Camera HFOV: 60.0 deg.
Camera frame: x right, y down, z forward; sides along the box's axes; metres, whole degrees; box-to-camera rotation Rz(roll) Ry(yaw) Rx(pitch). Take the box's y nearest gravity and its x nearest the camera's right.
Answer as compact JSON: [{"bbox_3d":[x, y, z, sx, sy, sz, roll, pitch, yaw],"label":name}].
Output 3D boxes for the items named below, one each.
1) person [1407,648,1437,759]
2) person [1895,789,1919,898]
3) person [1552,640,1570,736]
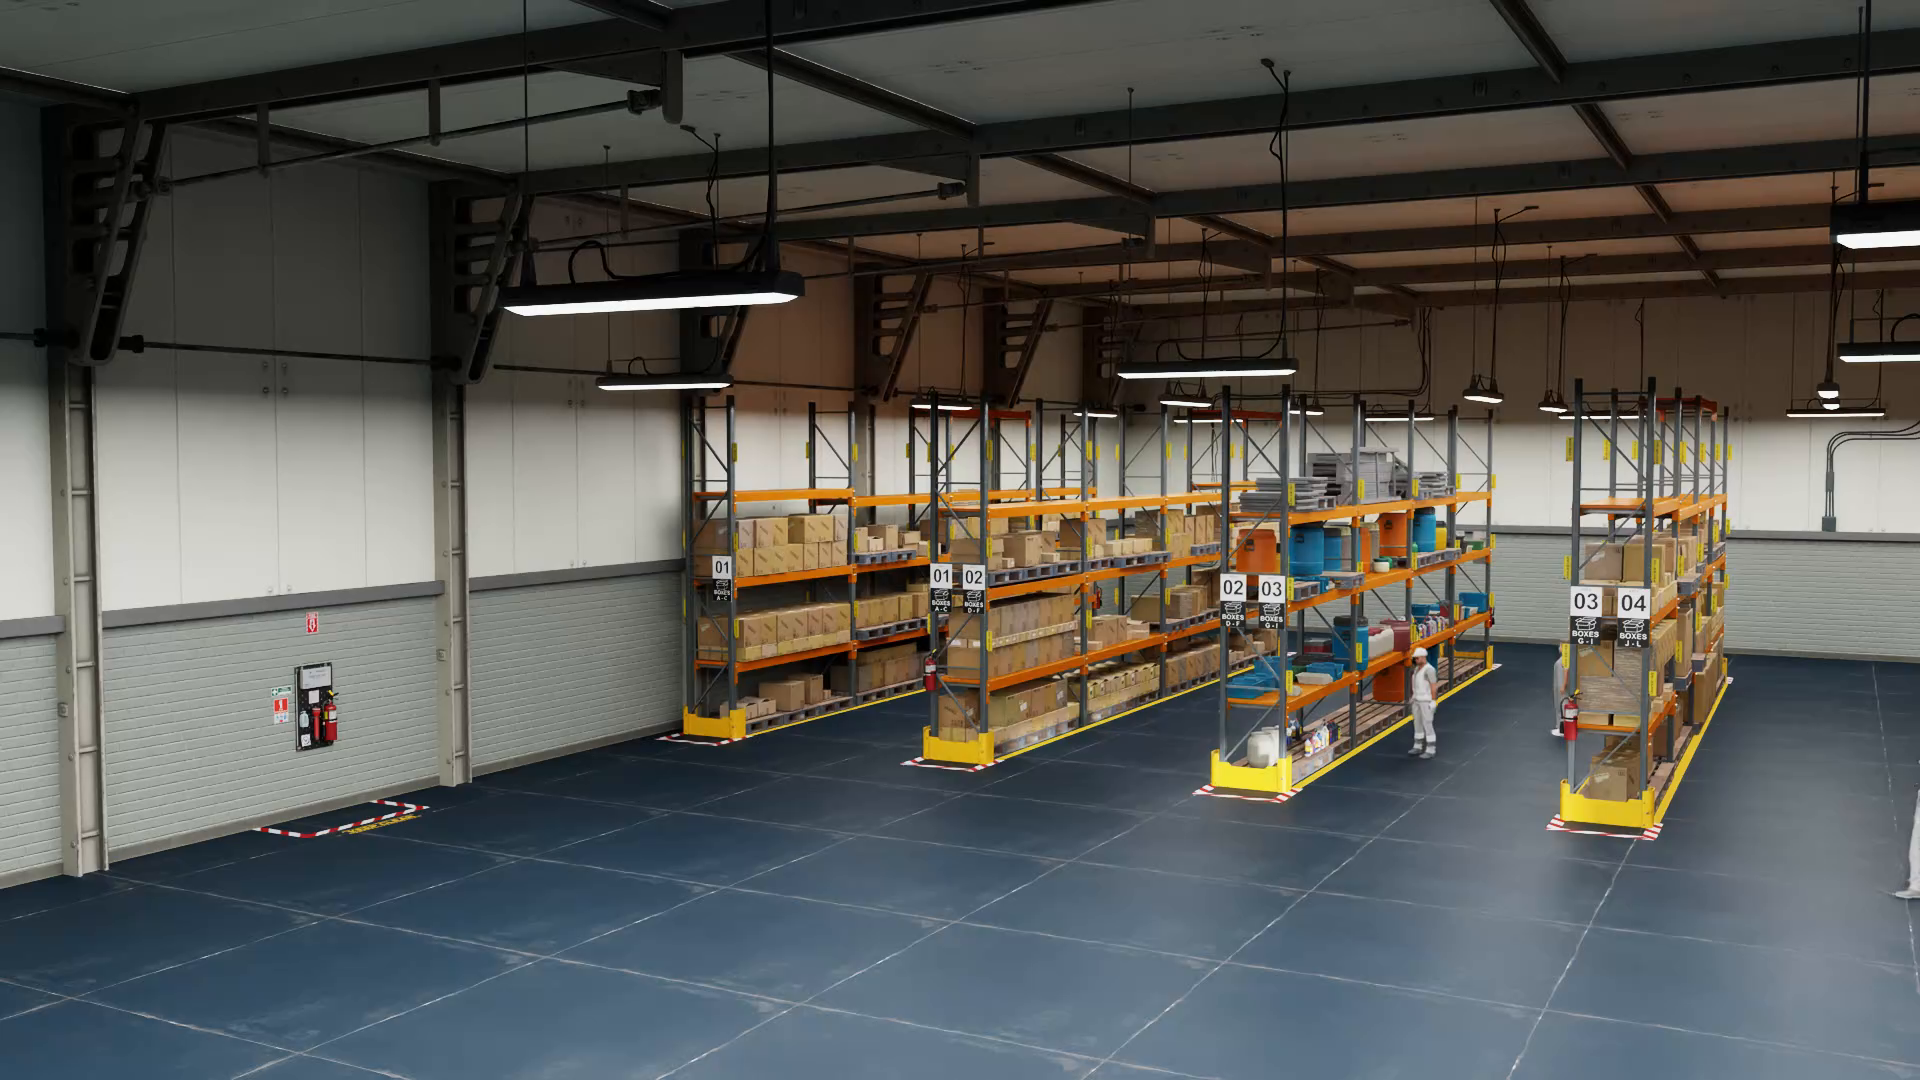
[{"bbox_3d":[7.612,2.664,27.393,0.390,1.784,0.650,-1,3,-13],"label":"person"},{"bbox_3d":[10.941,3.196,18.592,0.838,1.636,0.479,-1,3,-17],"label":"person"},{"bbox_3d":[10.678,2.619,29.529,0.451,1.668,0.493,0,3,-5],"label":"person"}]
